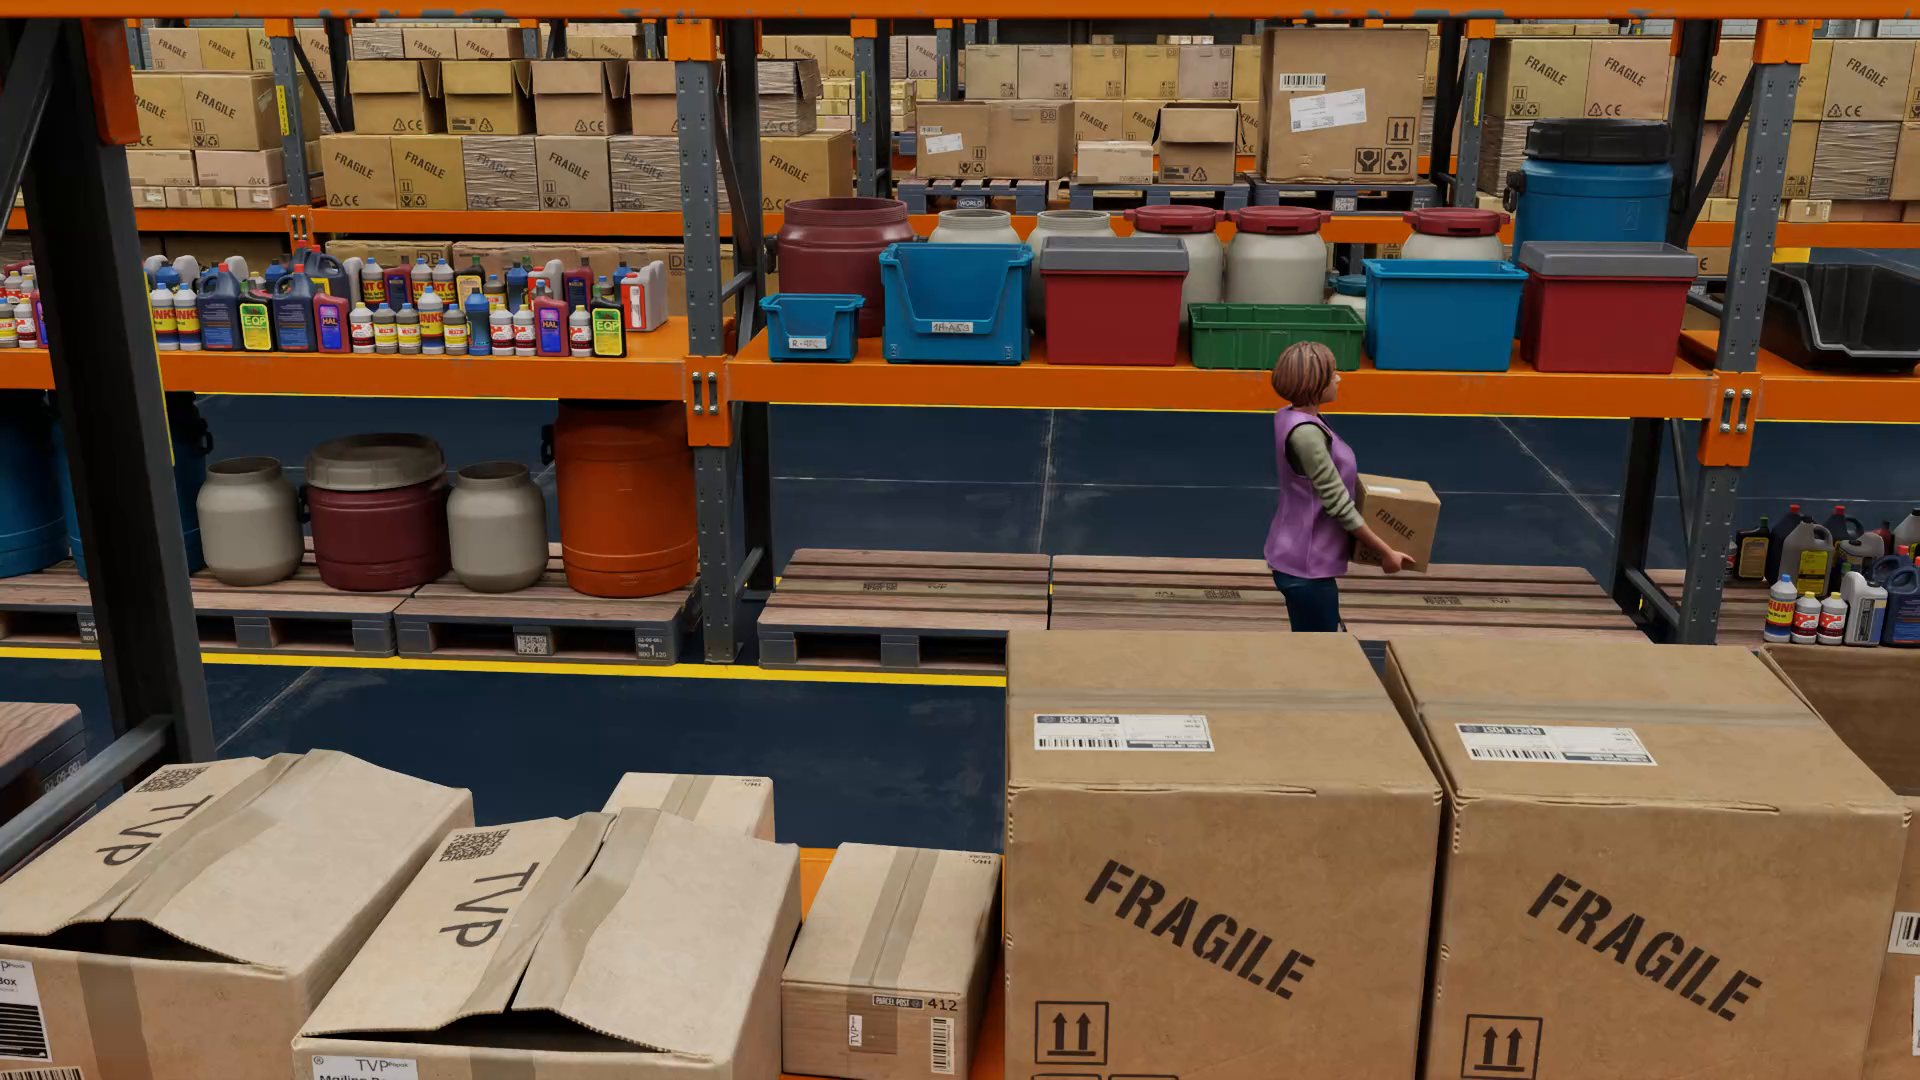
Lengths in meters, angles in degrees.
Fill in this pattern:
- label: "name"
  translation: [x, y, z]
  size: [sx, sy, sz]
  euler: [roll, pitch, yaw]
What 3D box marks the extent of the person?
- label: "person"
  translation: [1.296, 0.099, 5.770]
  size: [0.500, 1.589, 0.405]
  euler: [1, 18, 5]
